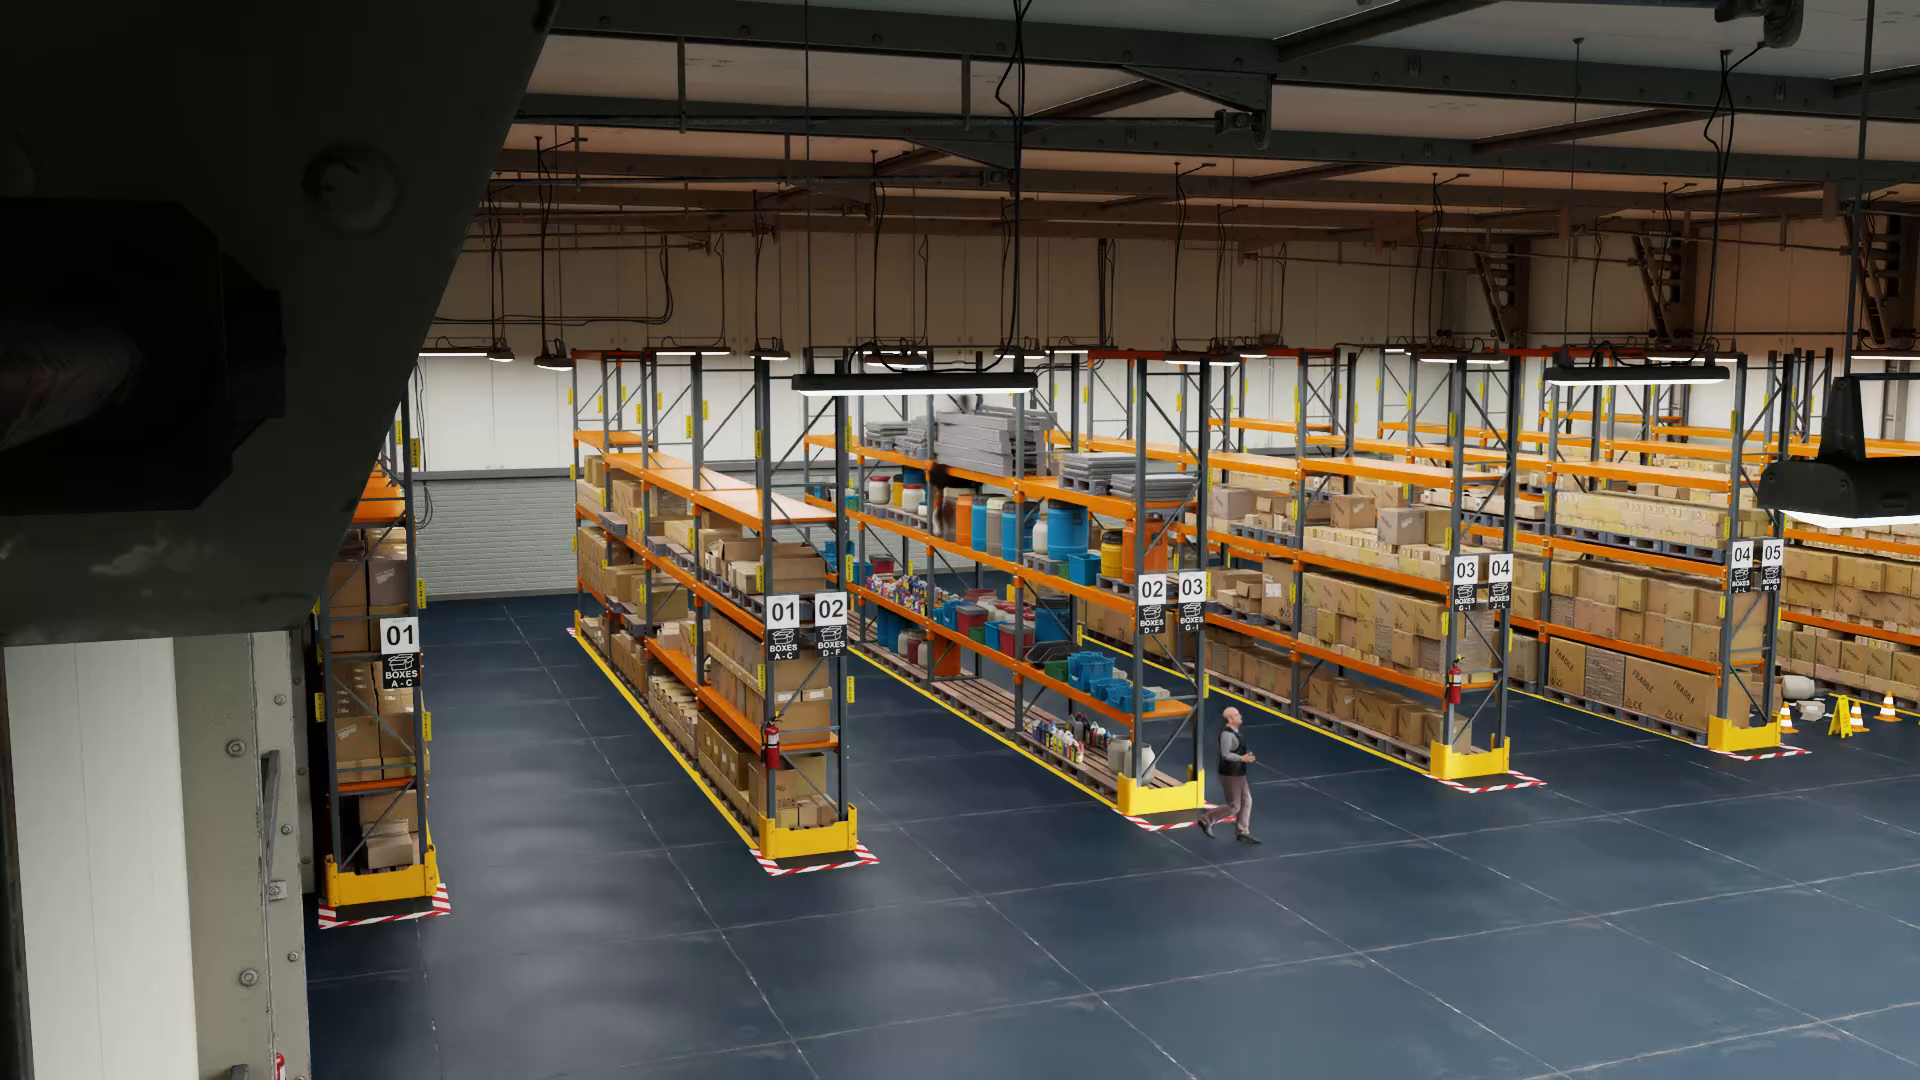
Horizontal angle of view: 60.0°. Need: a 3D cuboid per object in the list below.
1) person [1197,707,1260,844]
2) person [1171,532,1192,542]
[{"bbox_3d":[3.348,2.927,20.644,0.775,1.729,0.658,2,7,15],"label":"person"},{"bbox_3d":[5.387,0.438,40.883,0.732,1.709,0.570,-7,10,-44],"label":"person"}]
